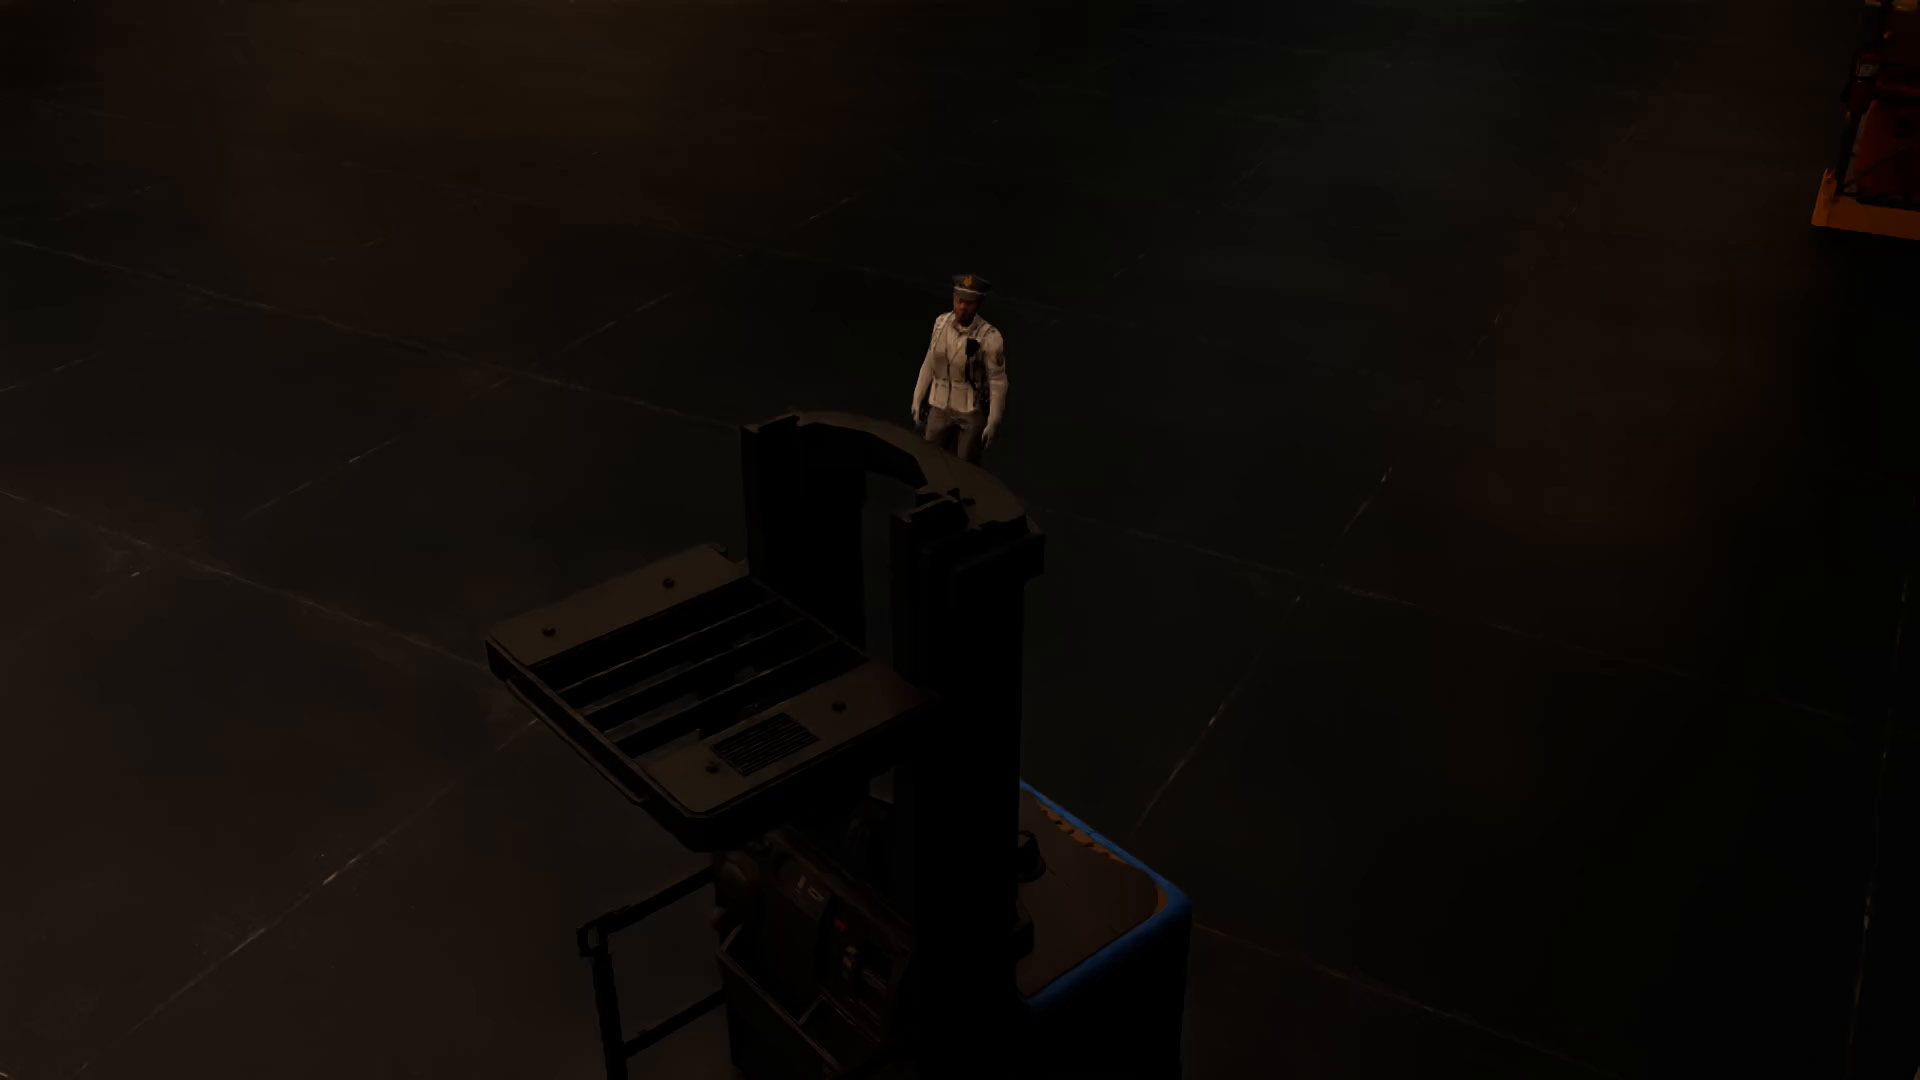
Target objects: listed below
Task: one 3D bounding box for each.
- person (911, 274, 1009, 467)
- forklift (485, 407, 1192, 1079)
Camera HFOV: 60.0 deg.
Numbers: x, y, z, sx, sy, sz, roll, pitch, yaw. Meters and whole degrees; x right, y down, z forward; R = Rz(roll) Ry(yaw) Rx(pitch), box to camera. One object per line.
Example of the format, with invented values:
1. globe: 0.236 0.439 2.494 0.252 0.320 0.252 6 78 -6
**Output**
1. person: -0.039 -0.712 9.527 0.586 1.695 0.533 15 33 25
2. forklift: -0.625 1.194 5.001 3.031 2.935 1.130 -24 37 -35
